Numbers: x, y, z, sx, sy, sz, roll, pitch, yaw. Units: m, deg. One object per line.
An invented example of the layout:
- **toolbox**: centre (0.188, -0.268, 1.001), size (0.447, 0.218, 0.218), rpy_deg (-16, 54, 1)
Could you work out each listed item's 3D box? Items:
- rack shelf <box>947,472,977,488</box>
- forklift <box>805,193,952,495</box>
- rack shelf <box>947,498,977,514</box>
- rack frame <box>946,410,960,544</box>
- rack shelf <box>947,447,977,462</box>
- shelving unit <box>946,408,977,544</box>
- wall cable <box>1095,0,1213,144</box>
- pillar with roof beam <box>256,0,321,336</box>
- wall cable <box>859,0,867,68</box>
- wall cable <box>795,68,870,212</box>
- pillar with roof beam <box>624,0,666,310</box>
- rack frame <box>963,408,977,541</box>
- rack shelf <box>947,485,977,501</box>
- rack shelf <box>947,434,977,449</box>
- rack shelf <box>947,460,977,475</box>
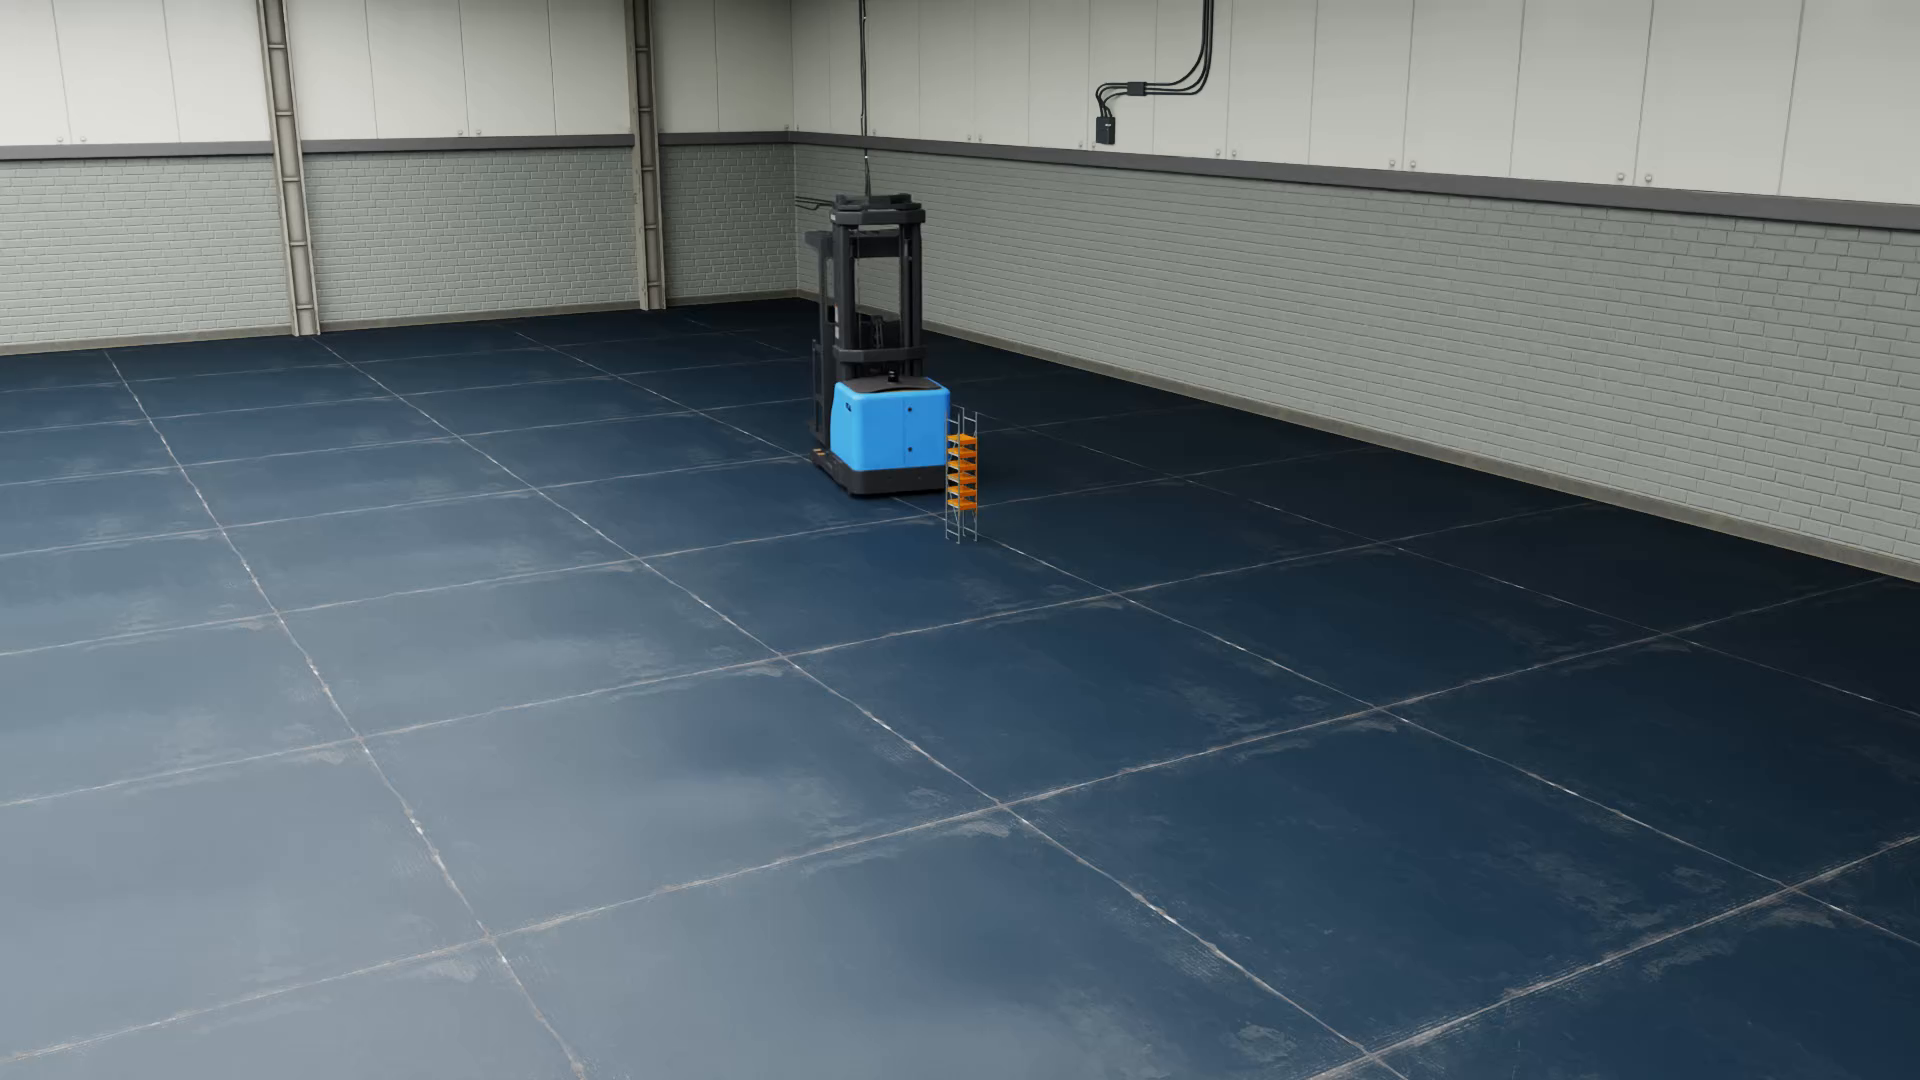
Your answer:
- **rack shelf**: centre (0.012, -0.537, 15.107), size (0.180, 0.103, 0.258), rpy_deg (-9, 18, -30)
- **forklift**: centre (-1.008, -2.221, 17.742), size (1.130, 2.935, 3.031), rpy_deg (-5, 16, -17)
- **rack shelf**: centre (0.012, -0.306, 15.172), size (0.180, 0.103, 0.258), rpy_deg (-9, 18, -30)
- **rack frame**: centre (-0.066, -0.567, 15.050), size (0.006, 1.200, 0.240), rpy_deg (-9, 18, -30)
- **rack shelf**: centre (0.012, -0.768, 15.042), size (0.180, 0.103, 0.258), rpy_deg (-9, 18, -30)
- **shelving unit**: centre (0.012, -0.580, 15.095), size (0.189, 1.200, 0.258), rpy_deg (-9, 18, -30)
- **wall cable**: centre (2.489, -8.091, 21.140), size (0.169, 6.003, 2.305), rpy_deg (-9, 18, -30)
- **pillar with roof beam**: centre (-8.519, -6.718, 22.544), size (0.400, 9.000, 9.100), rpy_deg (-9, 18, -30)
- **wall cable**: centre (-0.993, -8.963, 26.947), size (0.112, 2.526, 3.097), rpy_deg (-9, 18, -30)
- **wall cable**: centre (-2.386, -7.157, 29.861), size (0.112, 2.526, 3.097), rpy_deg (-9, 18, -30)
- **pillar with roof beam**: centre (-3.376, -7.552, 25.520), size (0.400, 9.000, 9.100), rpy_deg (-9, 18, -30)
- **rack frame**: centre (0.091, -0.592, 15.141), size (0.006, 1.200, 0.240), rpy_deg (-9, 18, -30)
- **rack shelf**: centre (0.012, -0.421, 15.140), size (0.180, 0.103, 0.258), rpy_deg (-9, 18, -30)
- **rack shelf**: centre (0.012, -0.884, 15.010), size (0.180, 0.103, 0.258), rpy_deg (-9, 18, -30)
- **rack shelf**: centre (0.012, -0.653, 15.075), size (0.180, 0.103, 0.258), rpy_deg (-9, 18, -30)
